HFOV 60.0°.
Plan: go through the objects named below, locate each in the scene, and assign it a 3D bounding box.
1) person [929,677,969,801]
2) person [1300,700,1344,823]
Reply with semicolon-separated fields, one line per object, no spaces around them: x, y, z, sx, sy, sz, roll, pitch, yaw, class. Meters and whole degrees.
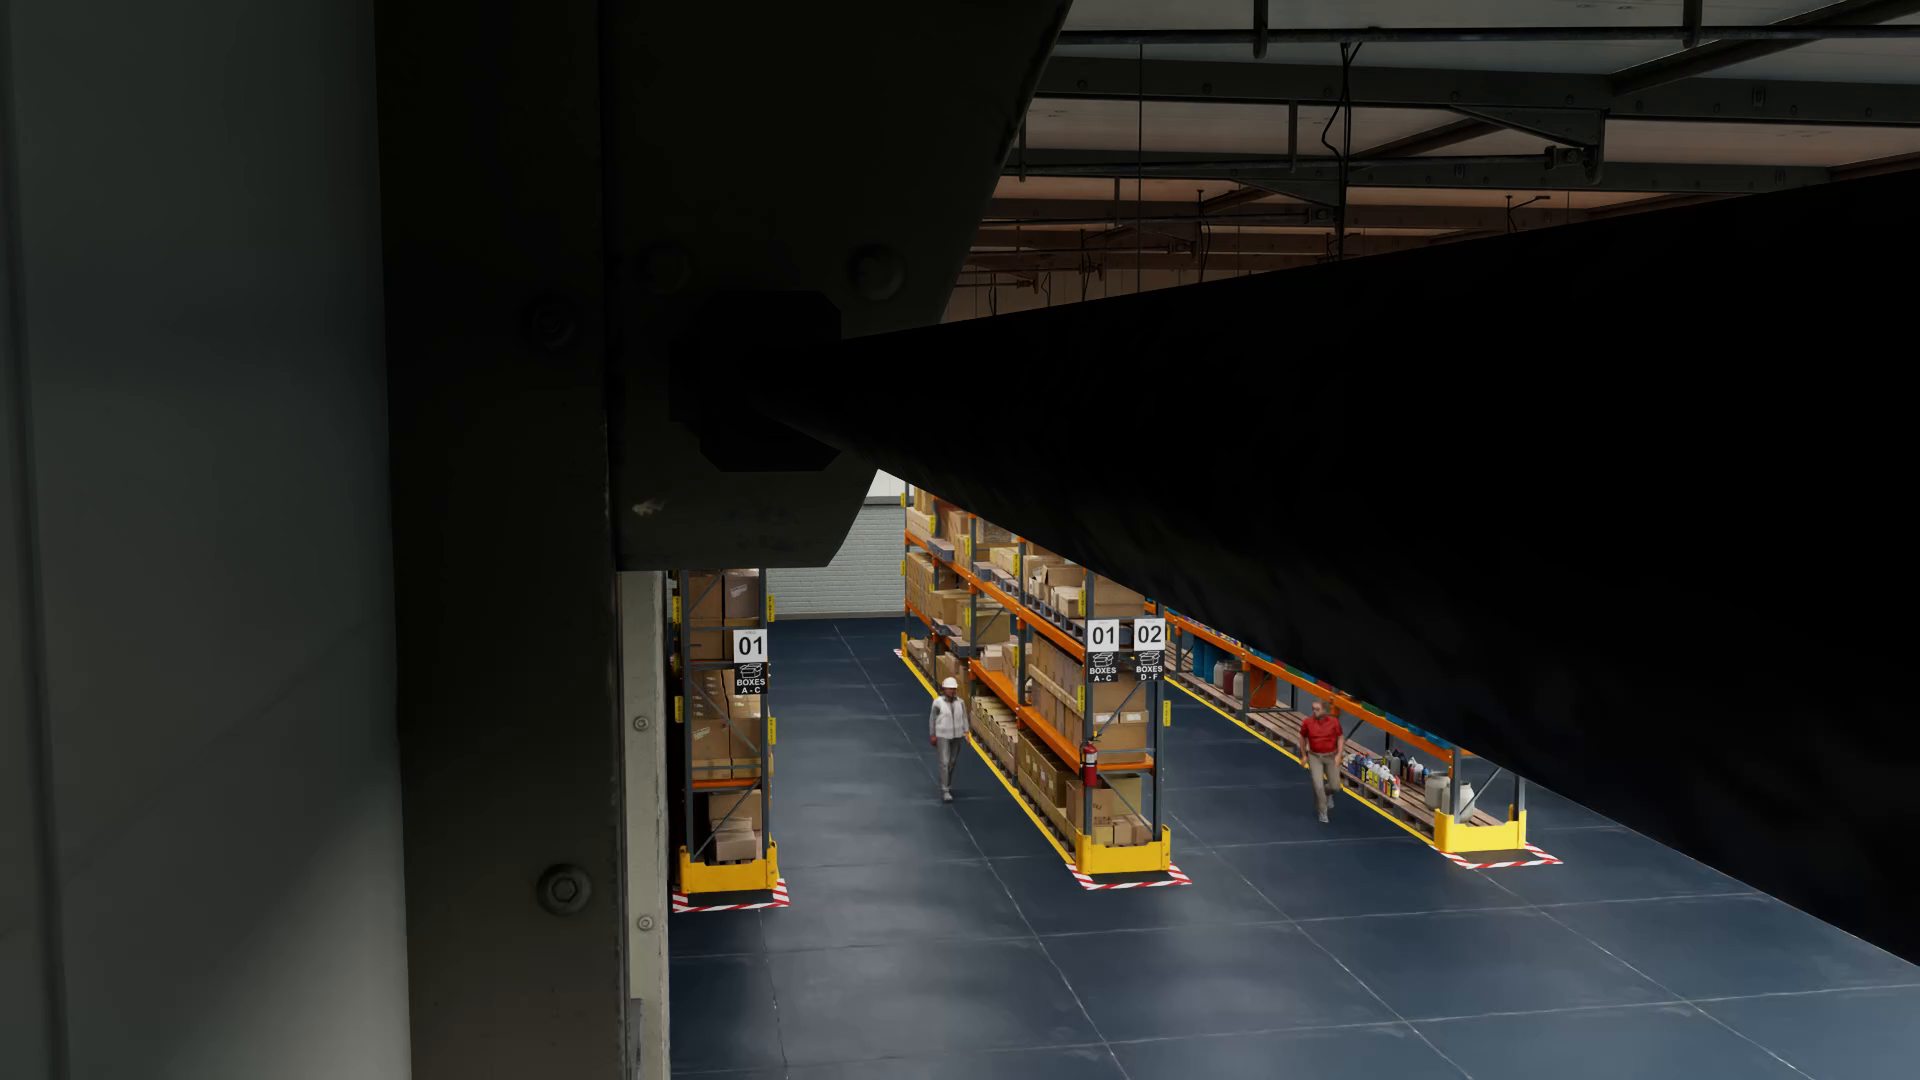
-0.124;2.903;24.541;0.559;1.743;0.841;-3;7;-27;person
5.083;3.074;23.388;0.590;1.698;0.658;1;6;6;person
